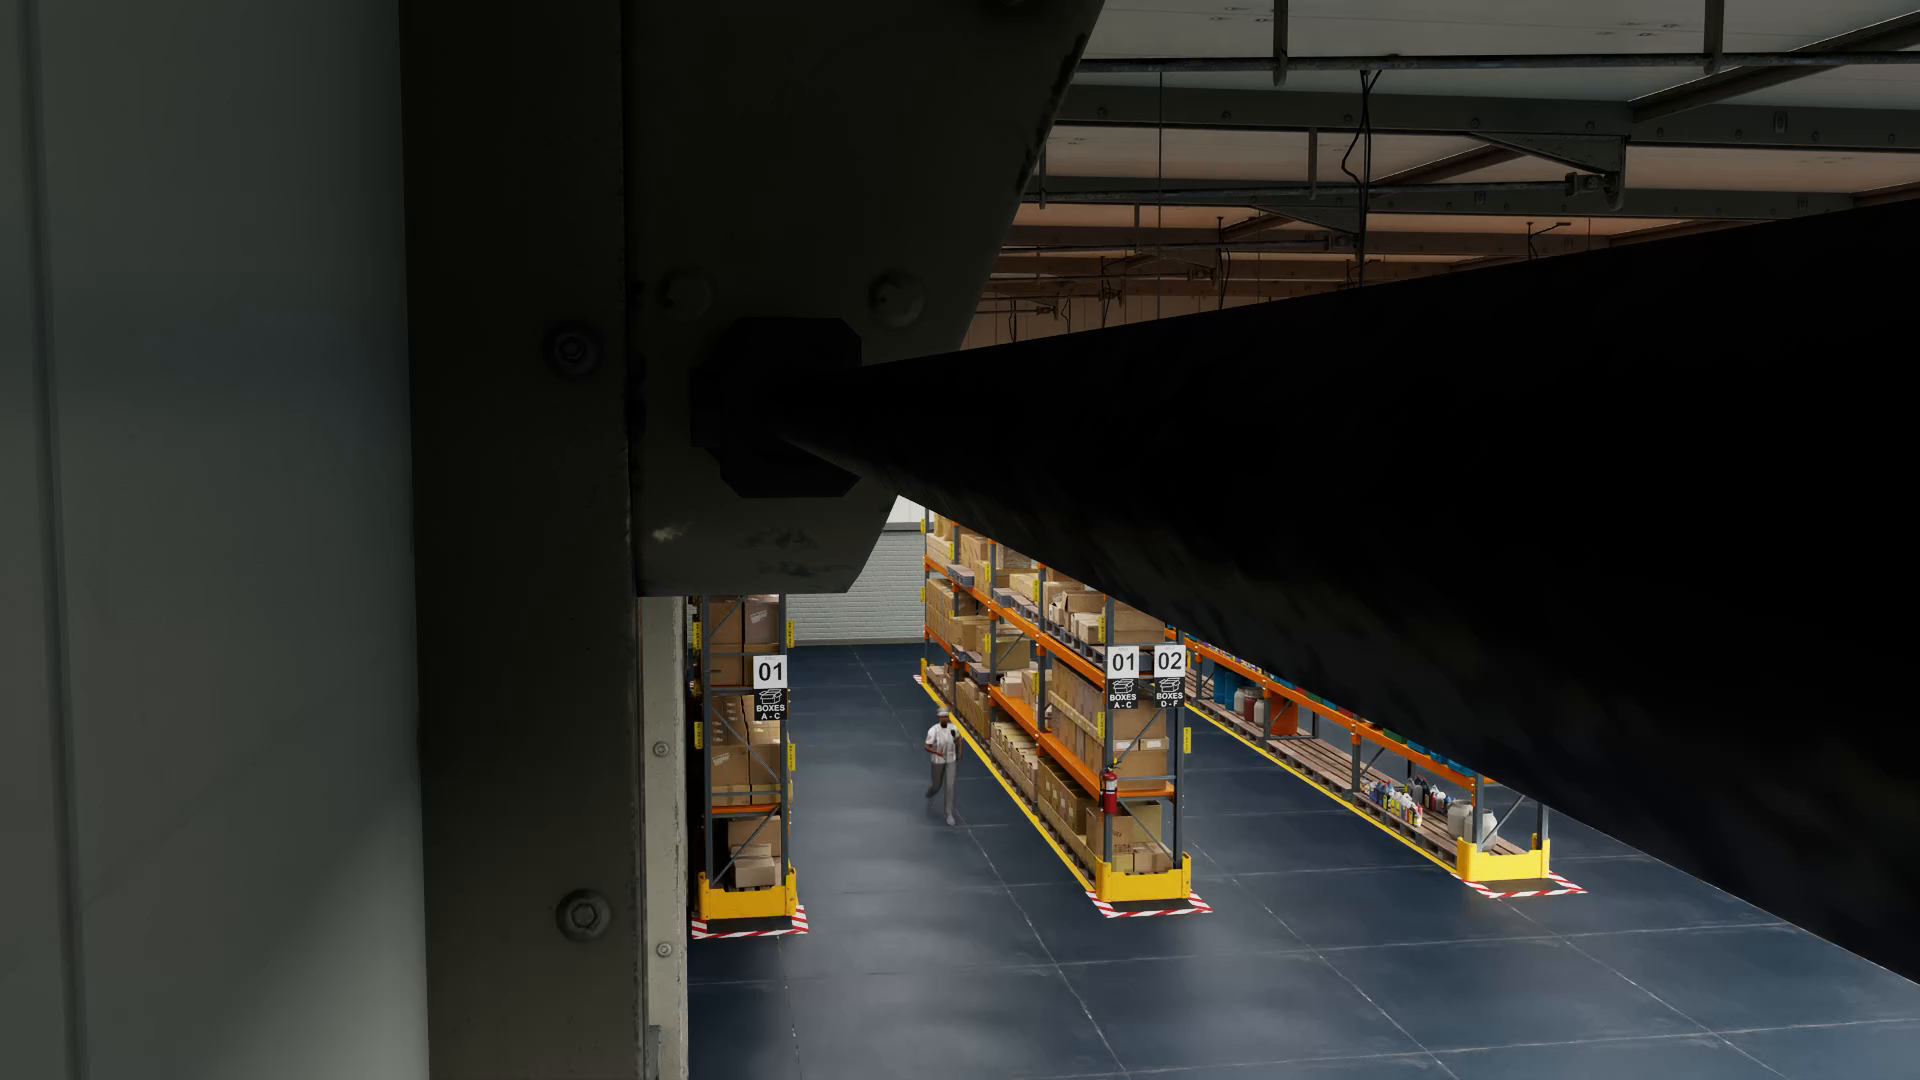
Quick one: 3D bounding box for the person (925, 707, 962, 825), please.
[{"bbox_3d":[-0.248,3.311,24.797,0.589,1.710,0.918,-1,5,-14],"label":"person"}]
